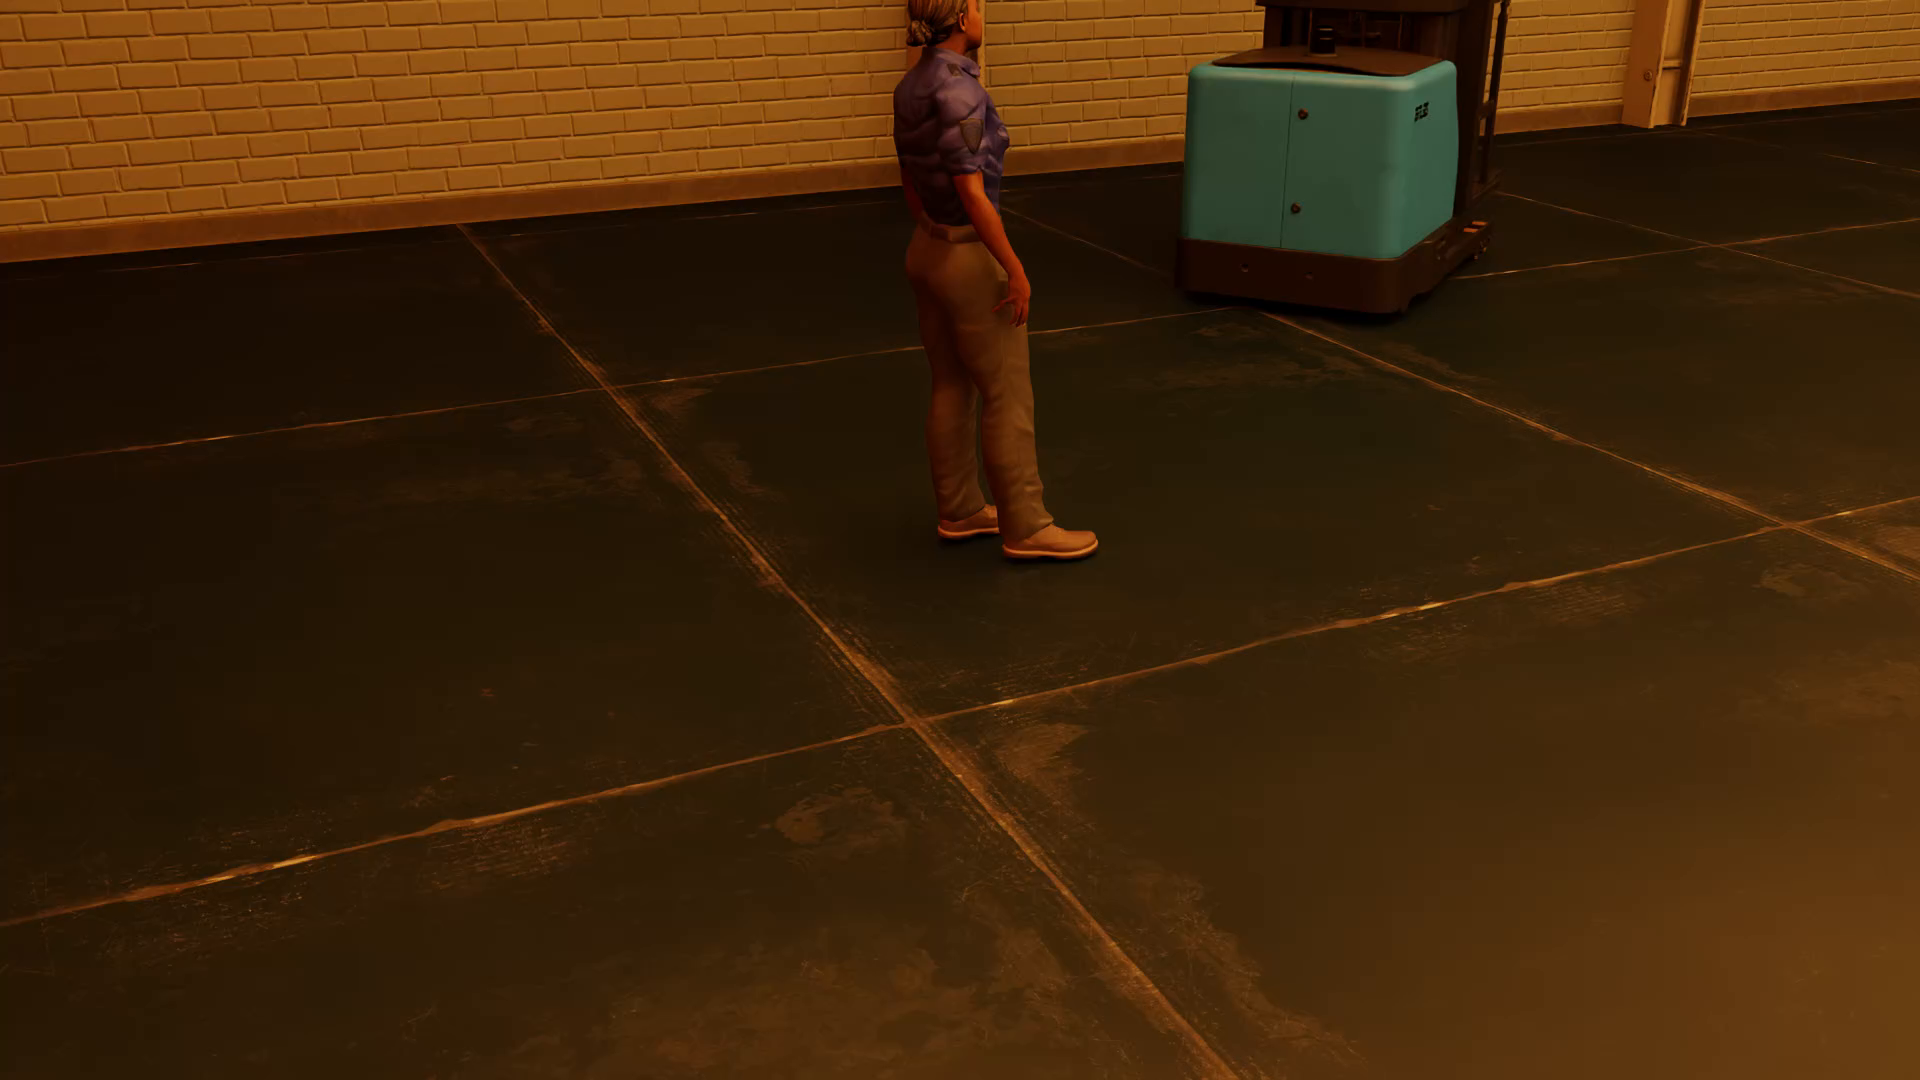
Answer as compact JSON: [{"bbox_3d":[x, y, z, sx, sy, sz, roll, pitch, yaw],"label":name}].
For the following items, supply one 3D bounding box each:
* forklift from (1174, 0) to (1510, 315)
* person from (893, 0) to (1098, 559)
[{"bbox_3d":[2.152,-2.873,8.202,1.130,2.935,3.031,12,25,26],"label":"forklift"},{"bbox_3d":[0.088,-0.778,4.804,0.504,1.654,0.569,-10,25,-23],"label":"person"}]
